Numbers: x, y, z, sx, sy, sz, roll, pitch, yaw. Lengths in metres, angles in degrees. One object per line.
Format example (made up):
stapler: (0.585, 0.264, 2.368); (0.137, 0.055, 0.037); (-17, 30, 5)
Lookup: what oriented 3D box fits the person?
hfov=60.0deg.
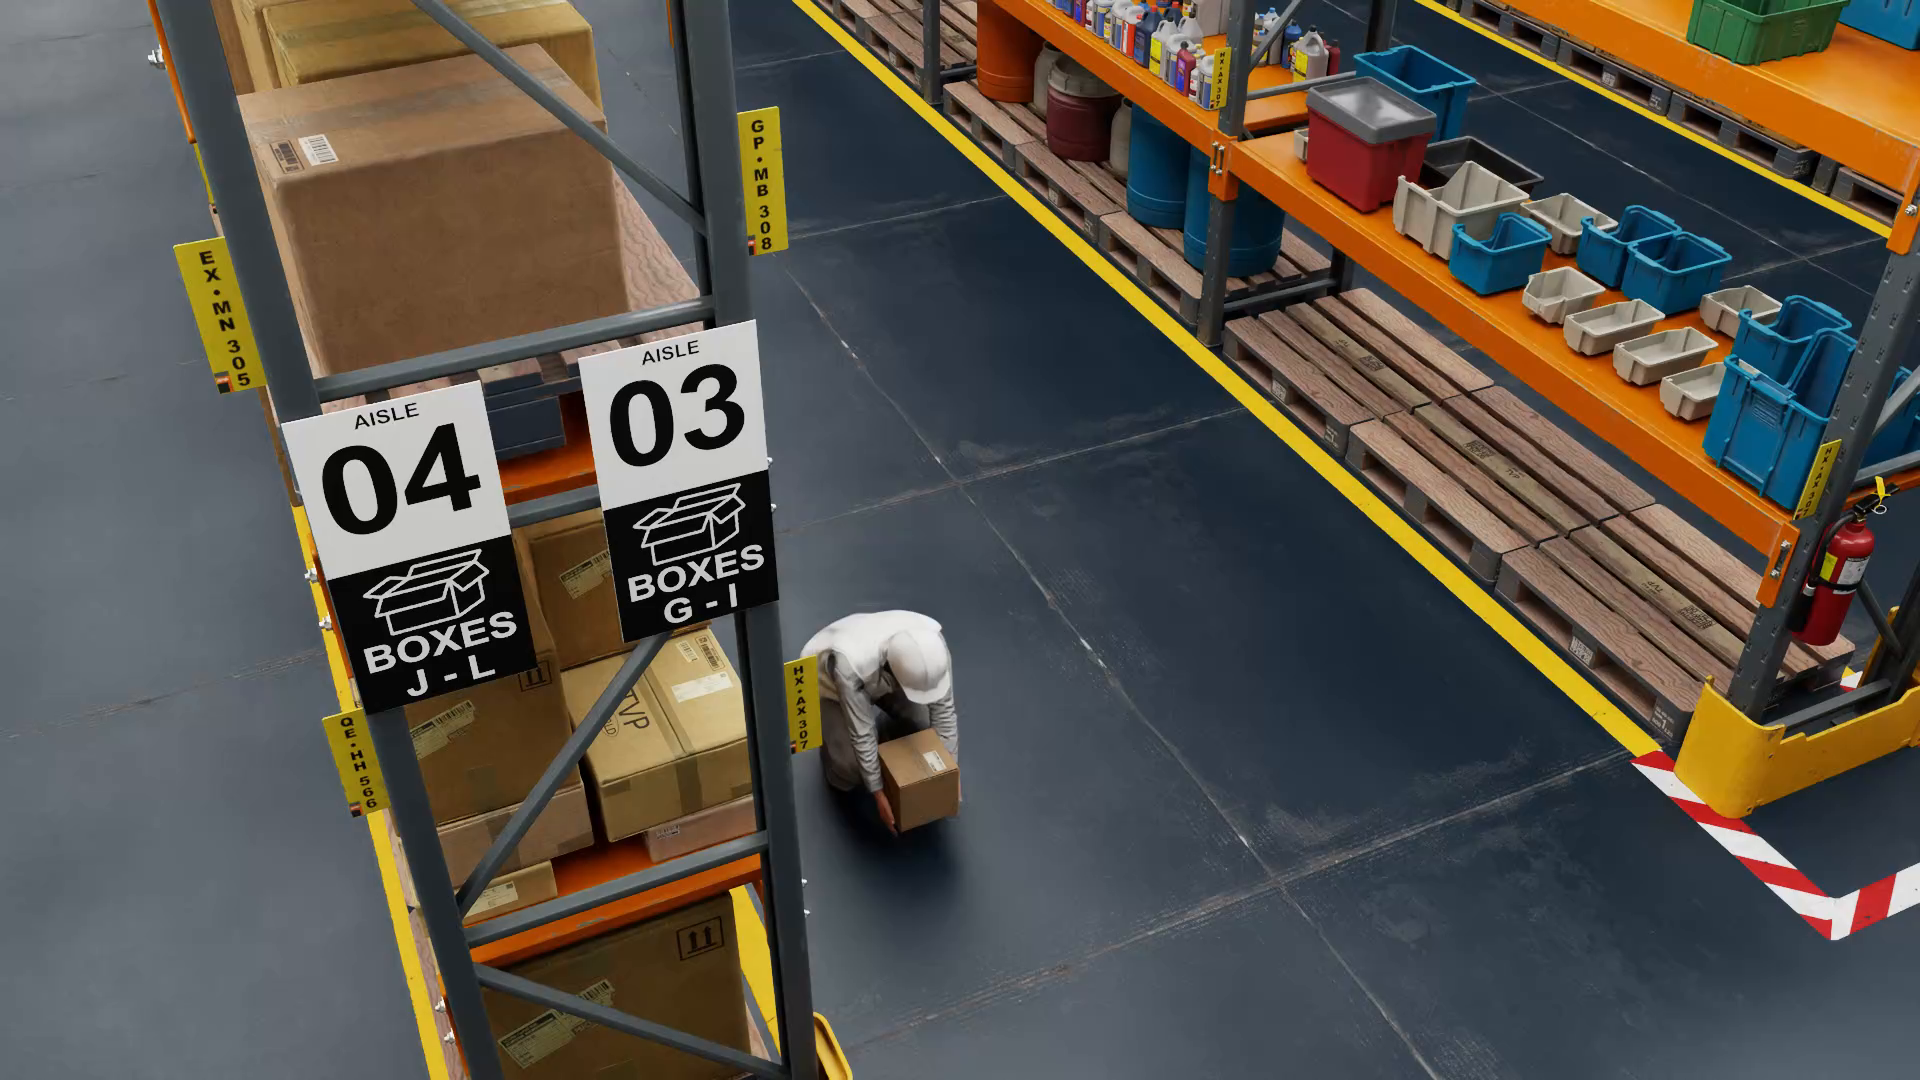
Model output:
person: (-0.313, 0.618, 6.661); (0.524, 1.010, 0.883); (-16, 40, -20)
